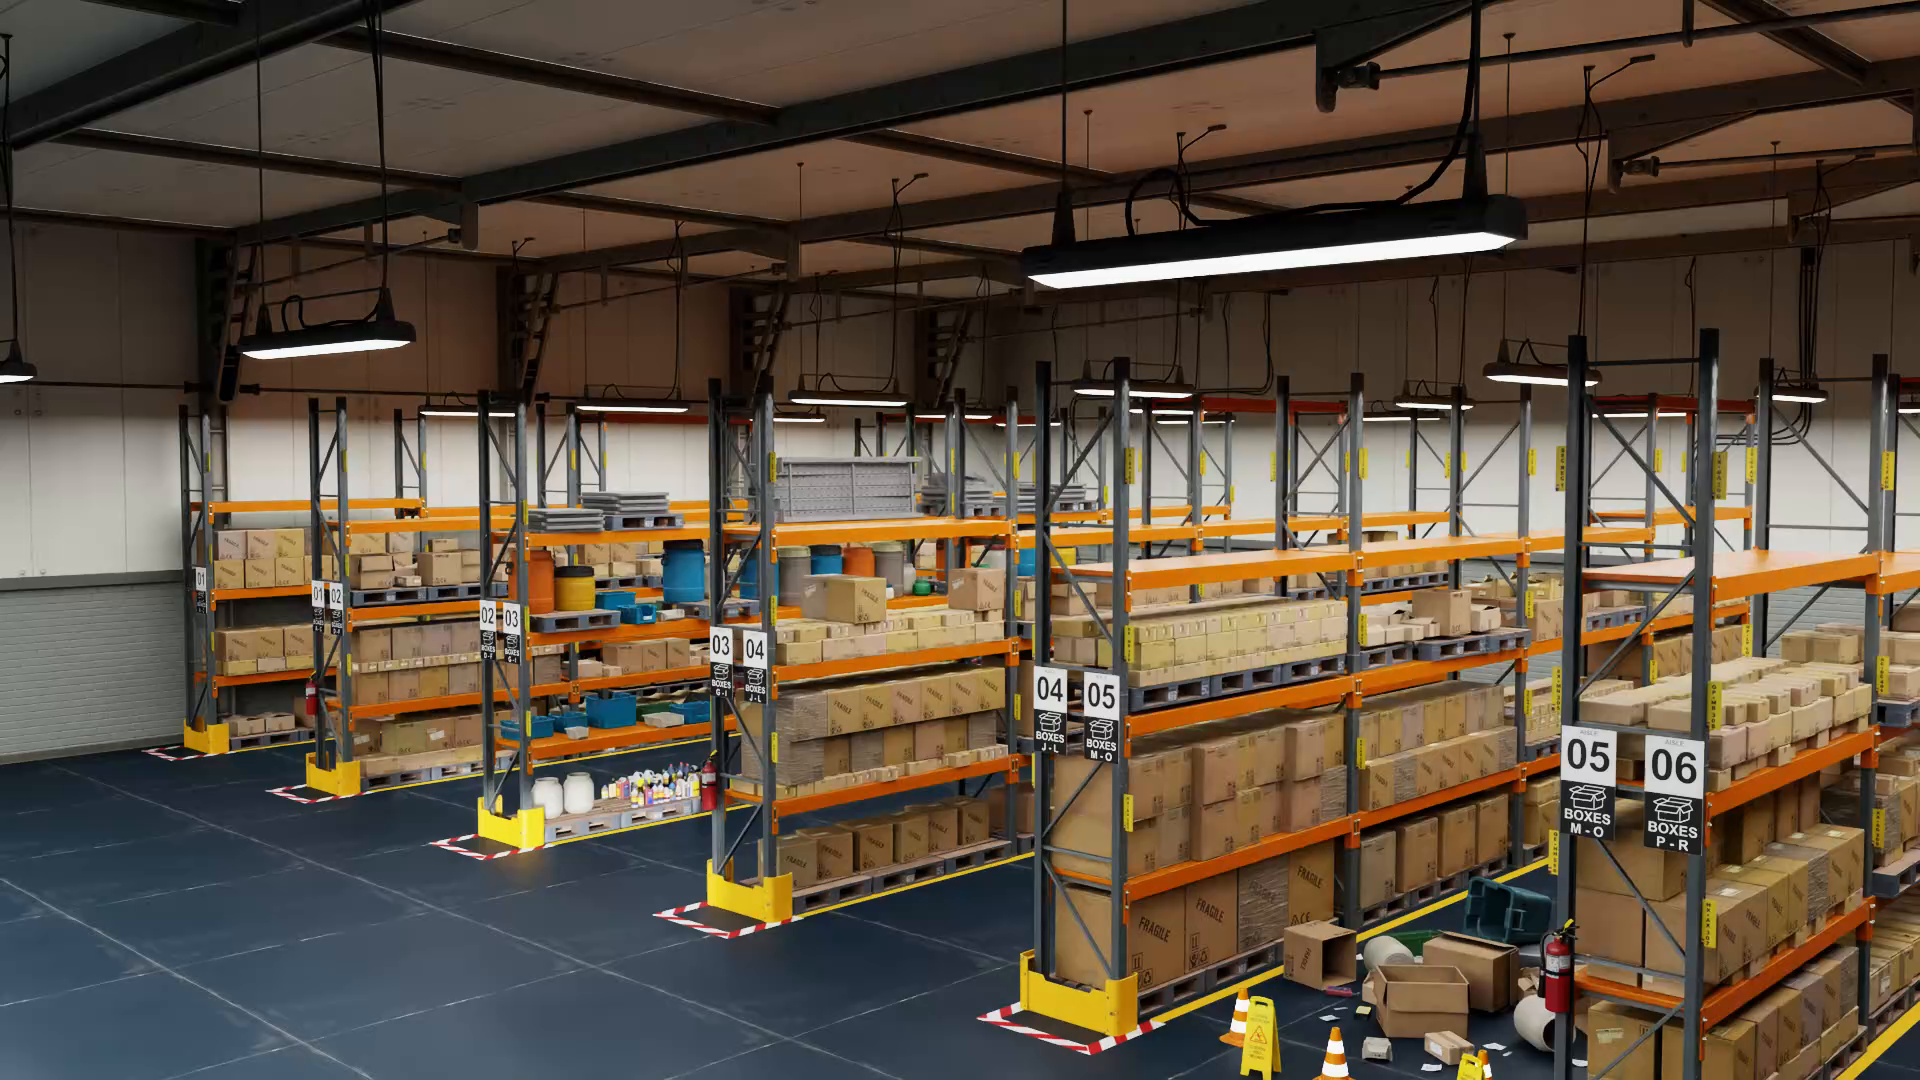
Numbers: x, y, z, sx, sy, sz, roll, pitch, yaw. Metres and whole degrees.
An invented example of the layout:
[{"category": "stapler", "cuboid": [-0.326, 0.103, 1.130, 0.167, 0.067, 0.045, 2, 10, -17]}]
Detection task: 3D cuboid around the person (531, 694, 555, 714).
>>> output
[{"category": "person", "cuboid": [-7.551, 2.737, 30.075, 0.649, 1.826, 0.609, 0, 3, 6]}]
